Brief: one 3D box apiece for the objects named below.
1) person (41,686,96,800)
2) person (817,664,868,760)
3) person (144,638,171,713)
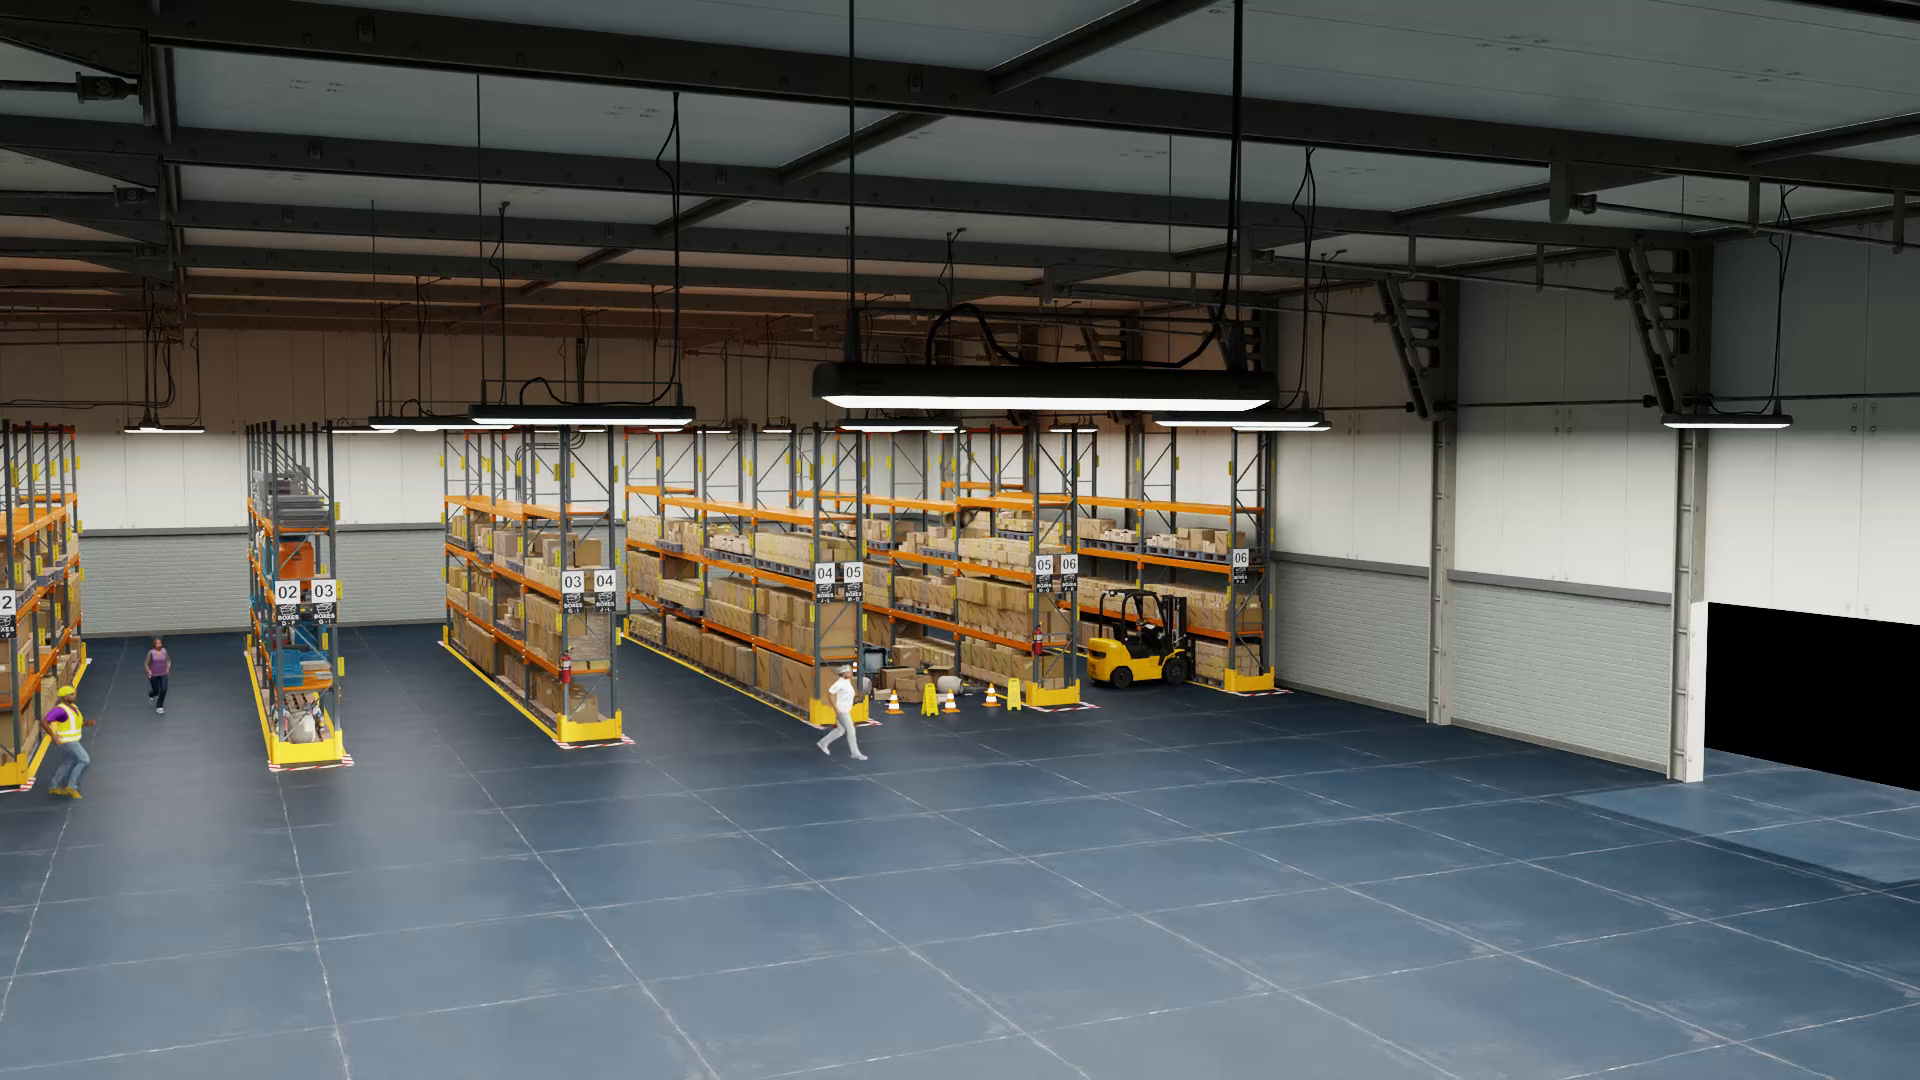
[{"bbox_3d":[-14.039,3.204,26.252,0.732,1.805,0.674,-1,4,-12],"label":"person"},{"bbox_3d":[-2.075,3.018,29.314,0.920,1.683,0.574,1,4,11],"label":"person"},{"bbox_3d":[-16.642,2.799,34.496,0.522,1.554,0.555,-3,5,-40],"label":"person"}]
